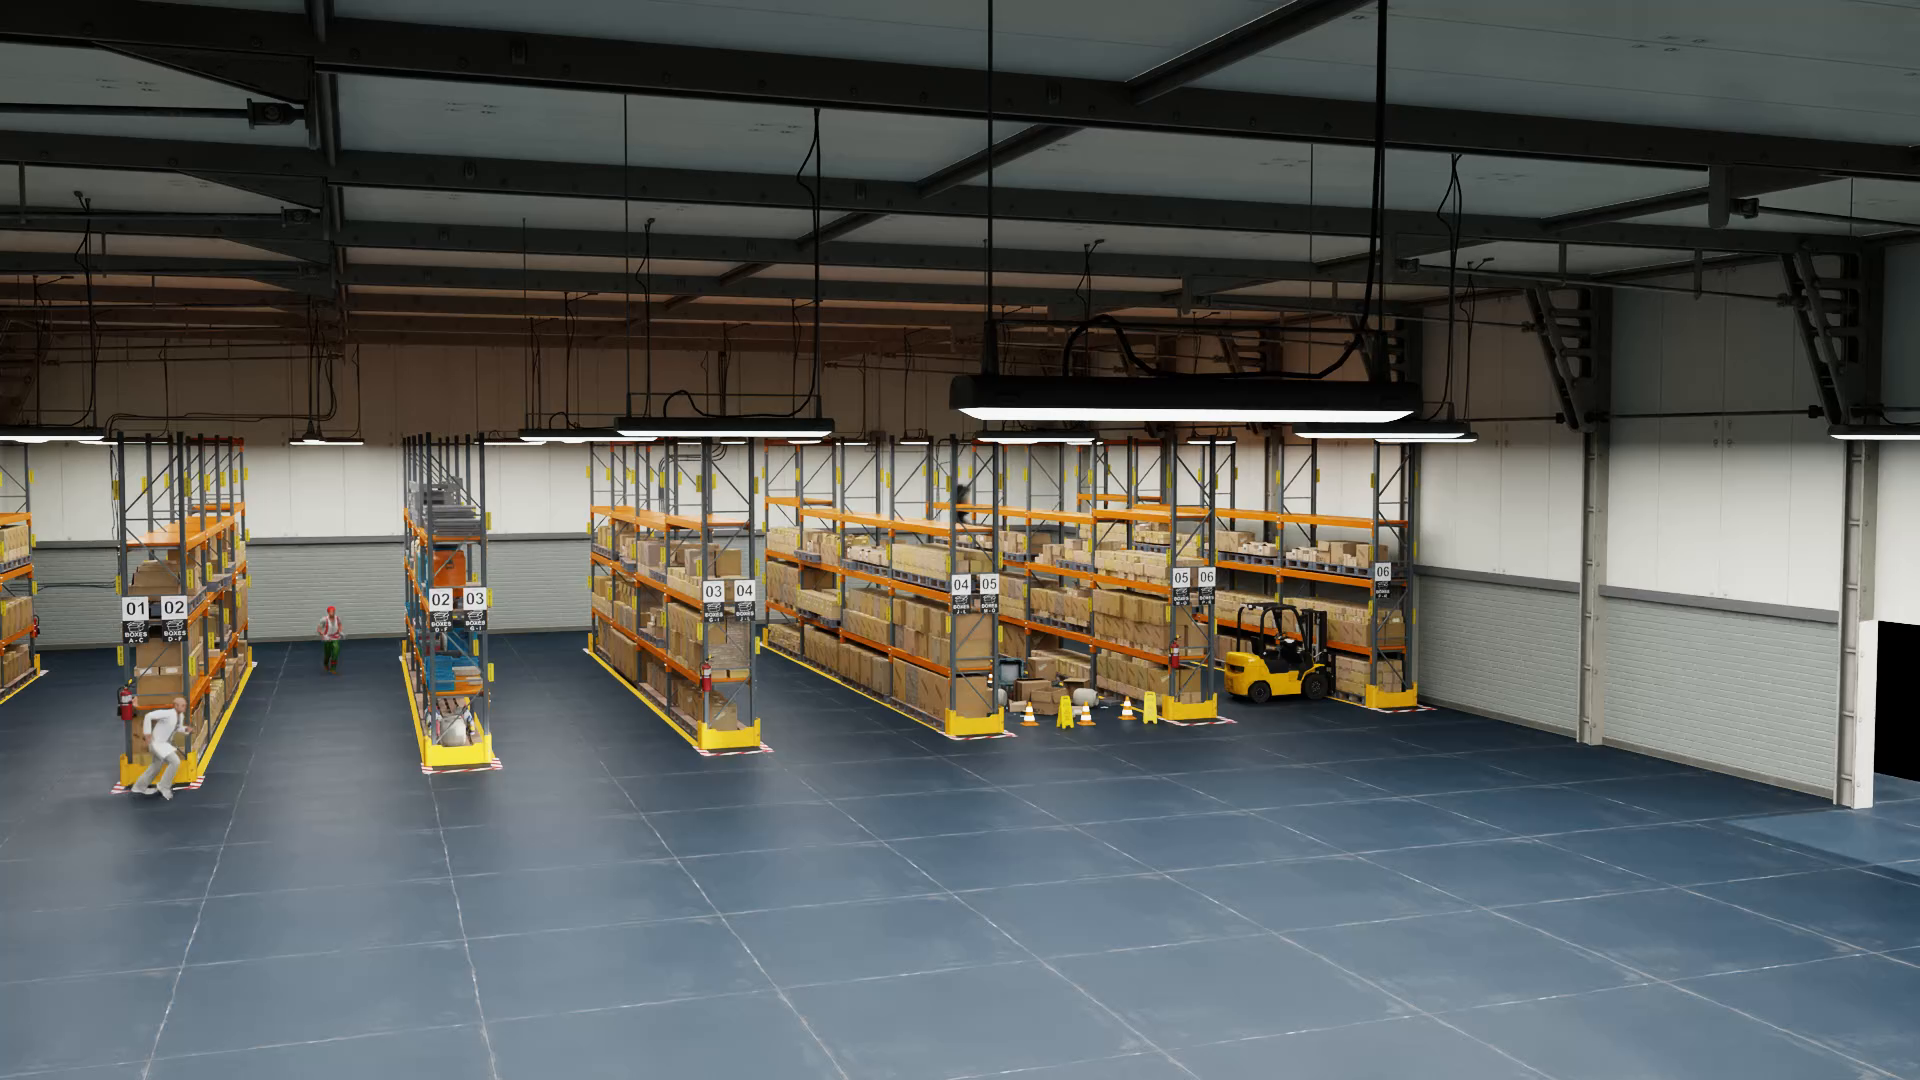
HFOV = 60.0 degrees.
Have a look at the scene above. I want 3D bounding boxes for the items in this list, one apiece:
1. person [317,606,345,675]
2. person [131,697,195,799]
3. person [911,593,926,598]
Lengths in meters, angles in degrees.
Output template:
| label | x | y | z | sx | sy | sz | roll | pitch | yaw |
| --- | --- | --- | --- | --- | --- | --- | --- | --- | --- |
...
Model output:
| label | x | y | z | sx | sy | sz | roll | pitch | yaw |
| --- | --- | --- | --- | --- | --- | --- | --- | --- | --- |
| person | -15.967 | 2.523 | 42.149 | 0.658 | 1.739 | 0.824 | -2 | 4 | -33 |
| person | -13.031 | 3.468 | 27.116 | 1.053 | 1.587 | 0.755 | 0 | 3 | 4 |
| person | -1.226 | 1.993 | 51.636 | 0.844 | 1.762 | 0.651 | -2 | 4 | -31 |
